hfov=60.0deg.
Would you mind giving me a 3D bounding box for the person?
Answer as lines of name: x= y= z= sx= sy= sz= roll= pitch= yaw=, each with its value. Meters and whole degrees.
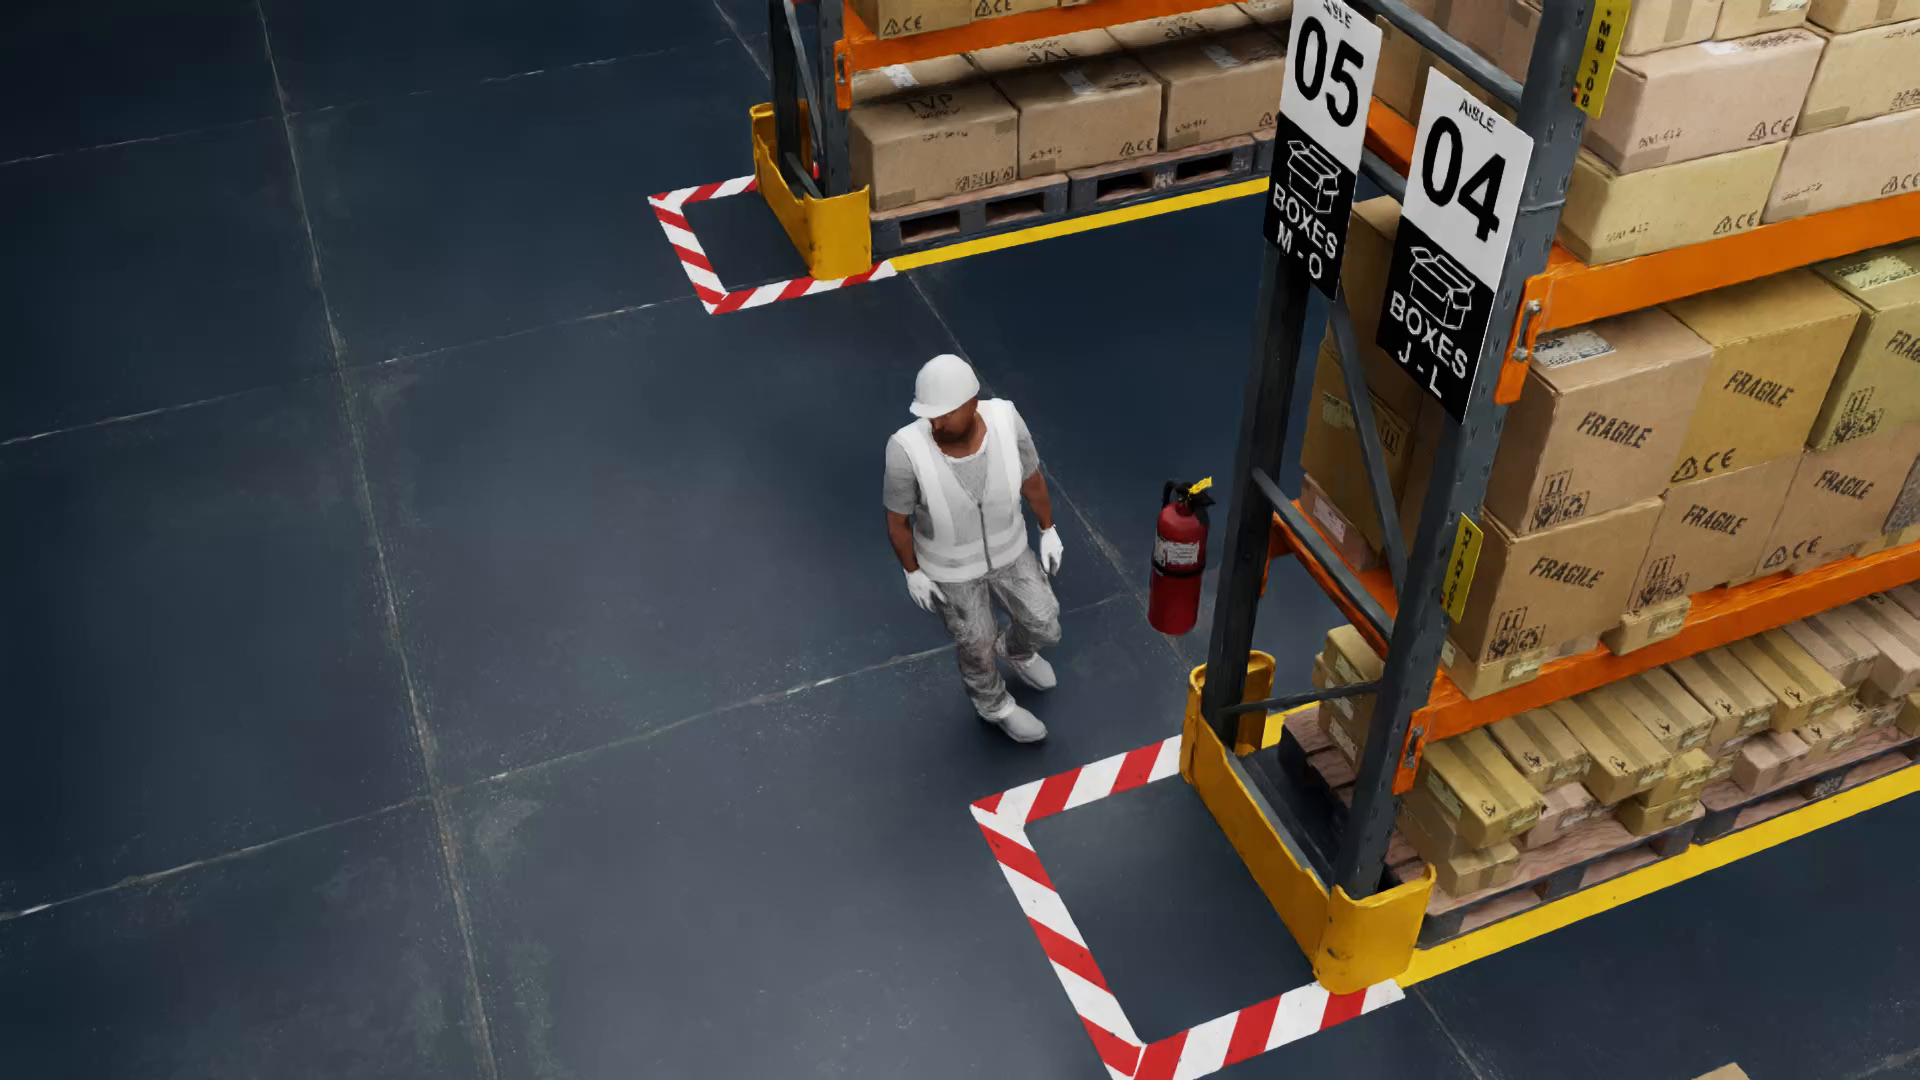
person: x=0.094 y=0.066 z=6.082 sx=0.690 sy=1.772 sz=0.439 roll=-19 pitch=45 yaw=-20
